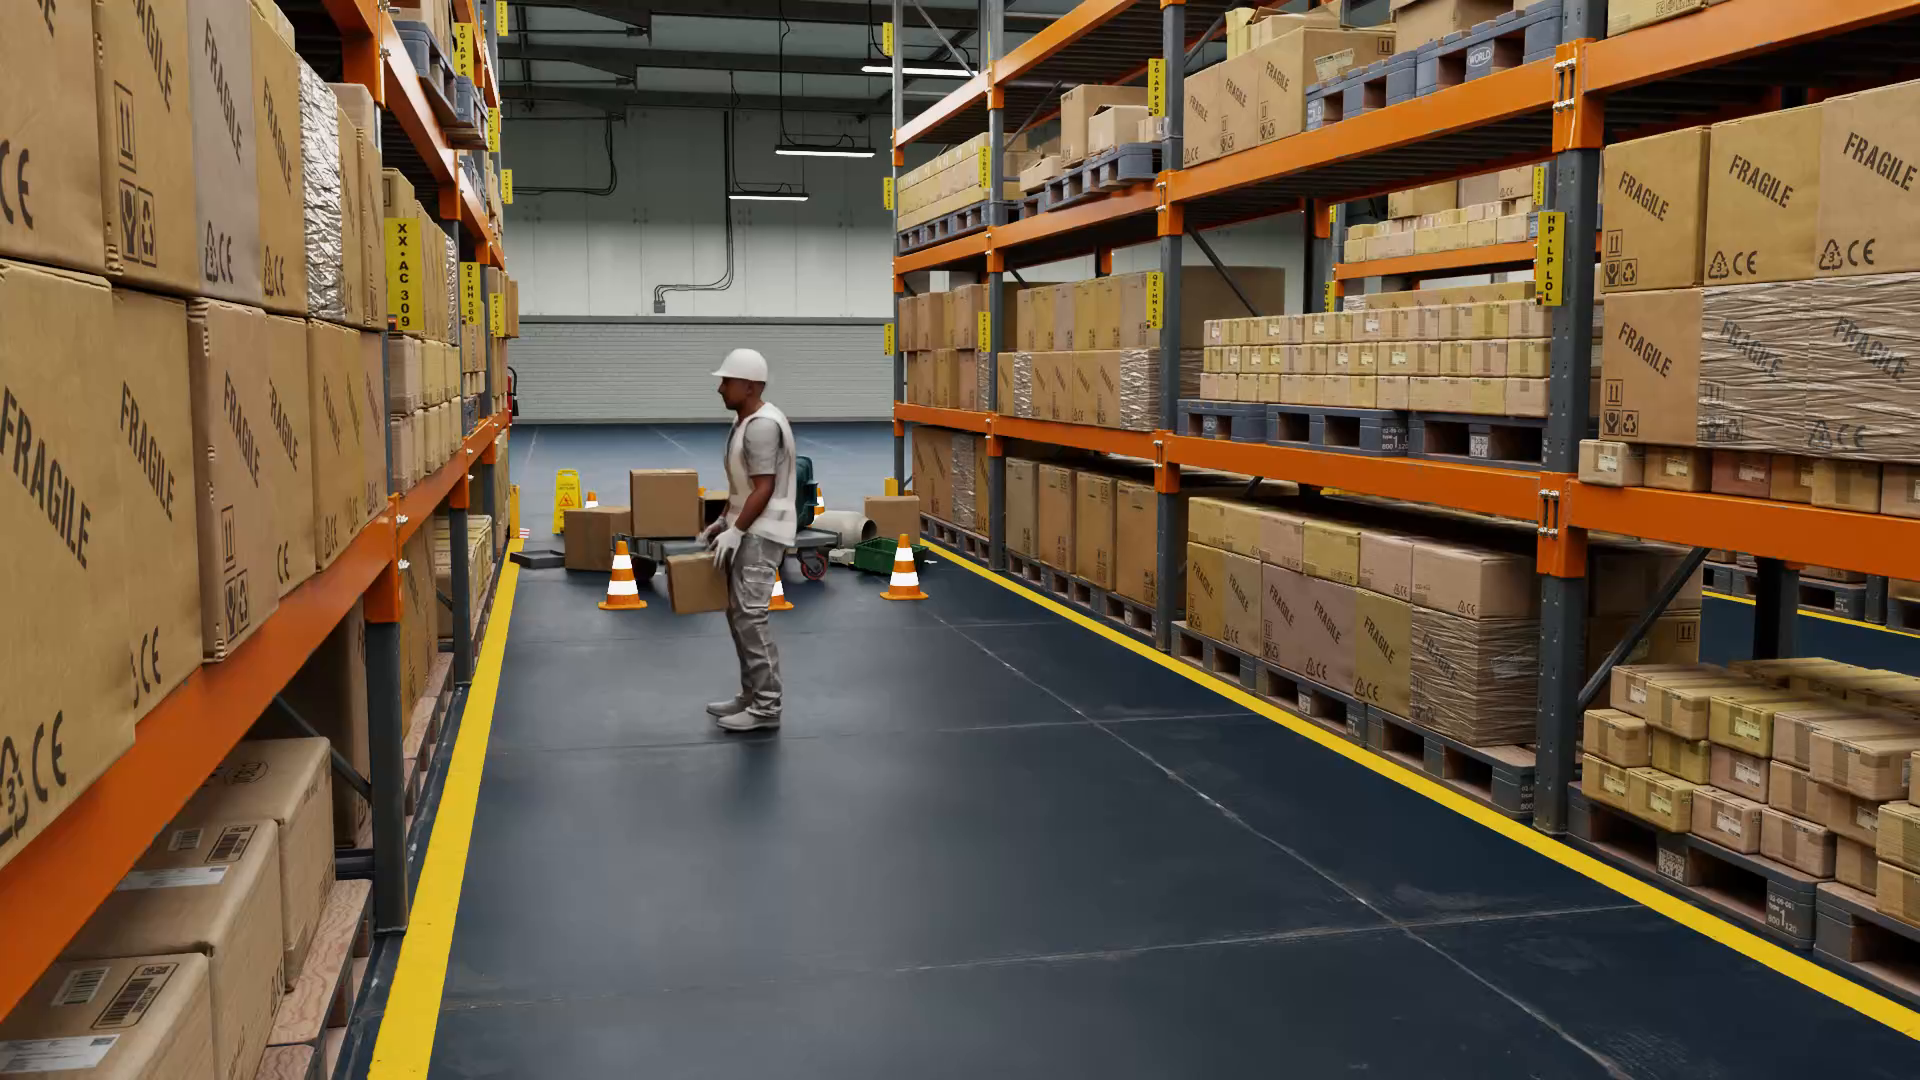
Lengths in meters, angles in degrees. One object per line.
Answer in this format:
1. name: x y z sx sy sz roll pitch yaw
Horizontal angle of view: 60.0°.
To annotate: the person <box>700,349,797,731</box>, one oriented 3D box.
1. person: -0.995 -0.007 7.861 0.430 1.784 0.564 -2 6 -15
